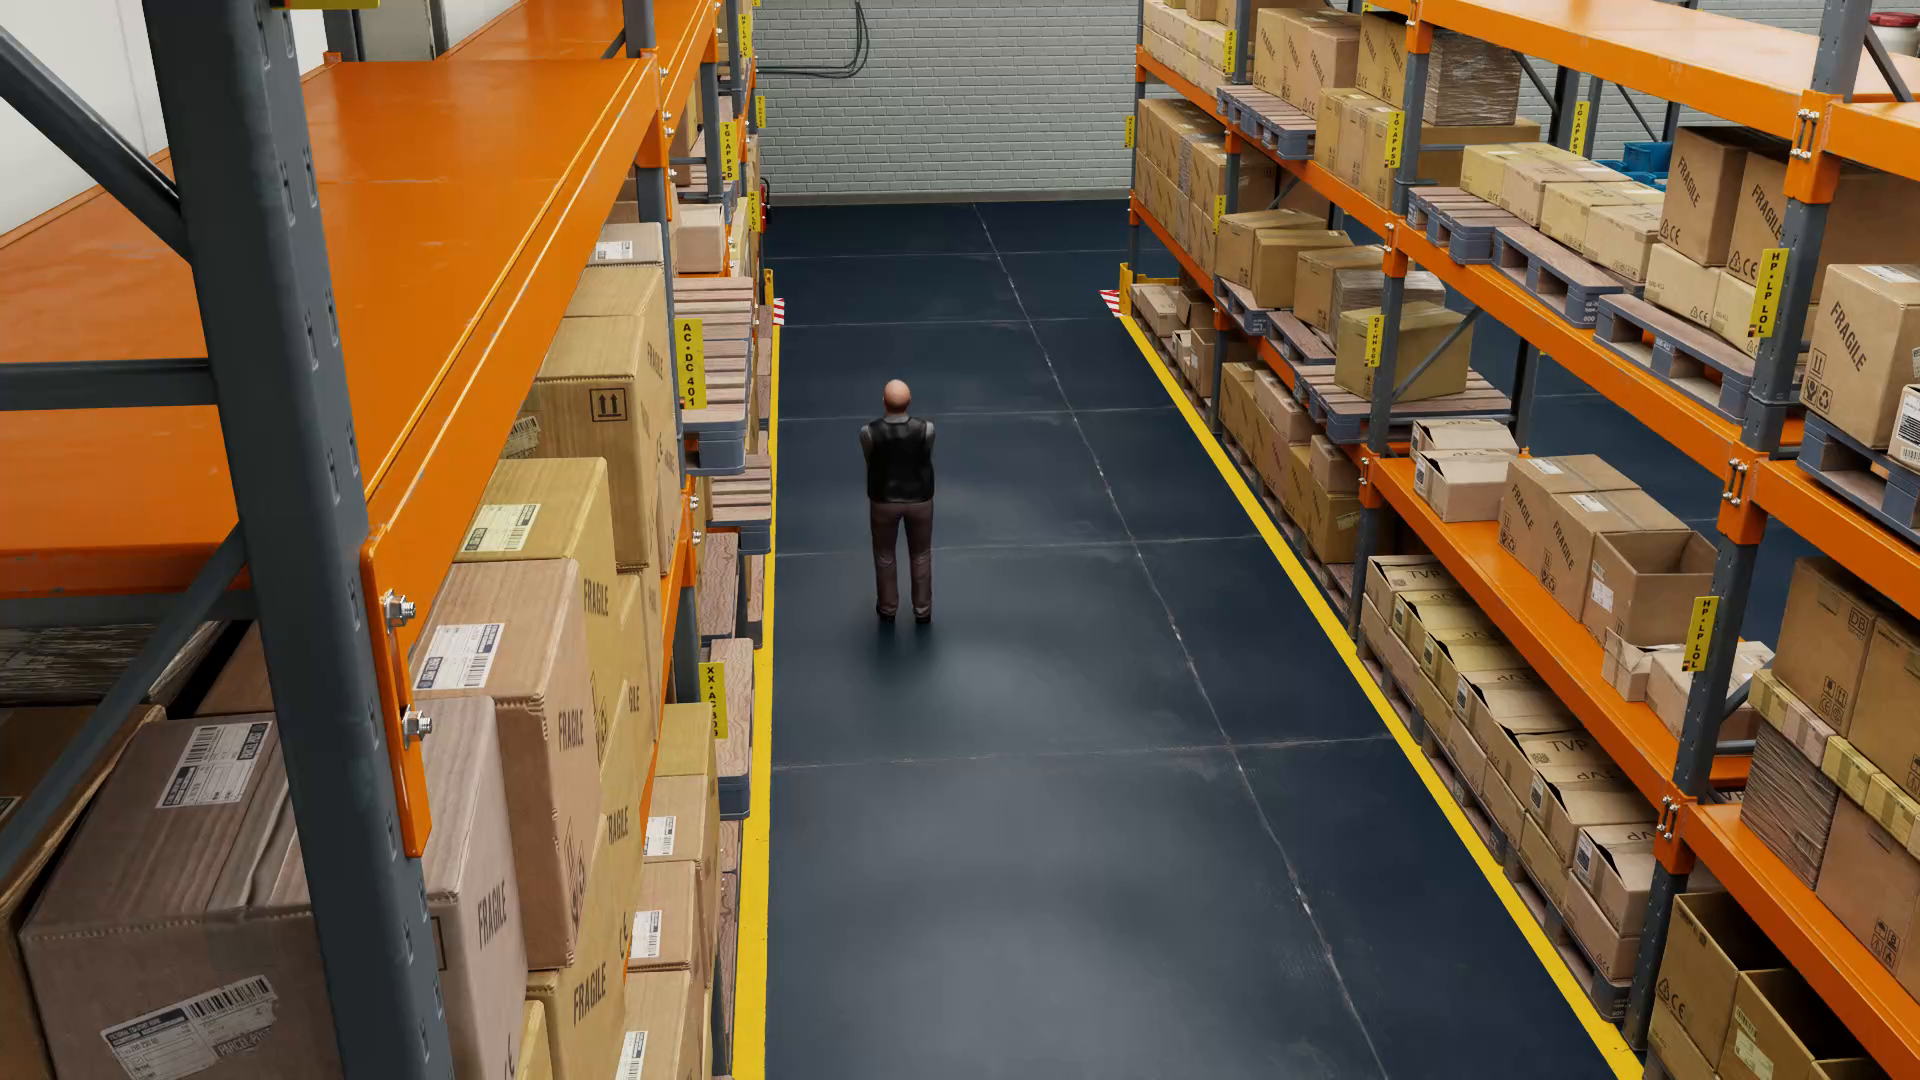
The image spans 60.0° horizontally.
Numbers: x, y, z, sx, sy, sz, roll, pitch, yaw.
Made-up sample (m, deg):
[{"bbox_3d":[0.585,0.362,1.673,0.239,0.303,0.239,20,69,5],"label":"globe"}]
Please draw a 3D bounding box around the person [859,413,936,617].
[{"bbox_3d":[-0.408,-0.197,11.008,0.494,1.450,0.448,-2,24,-5],"label":"person"}]
